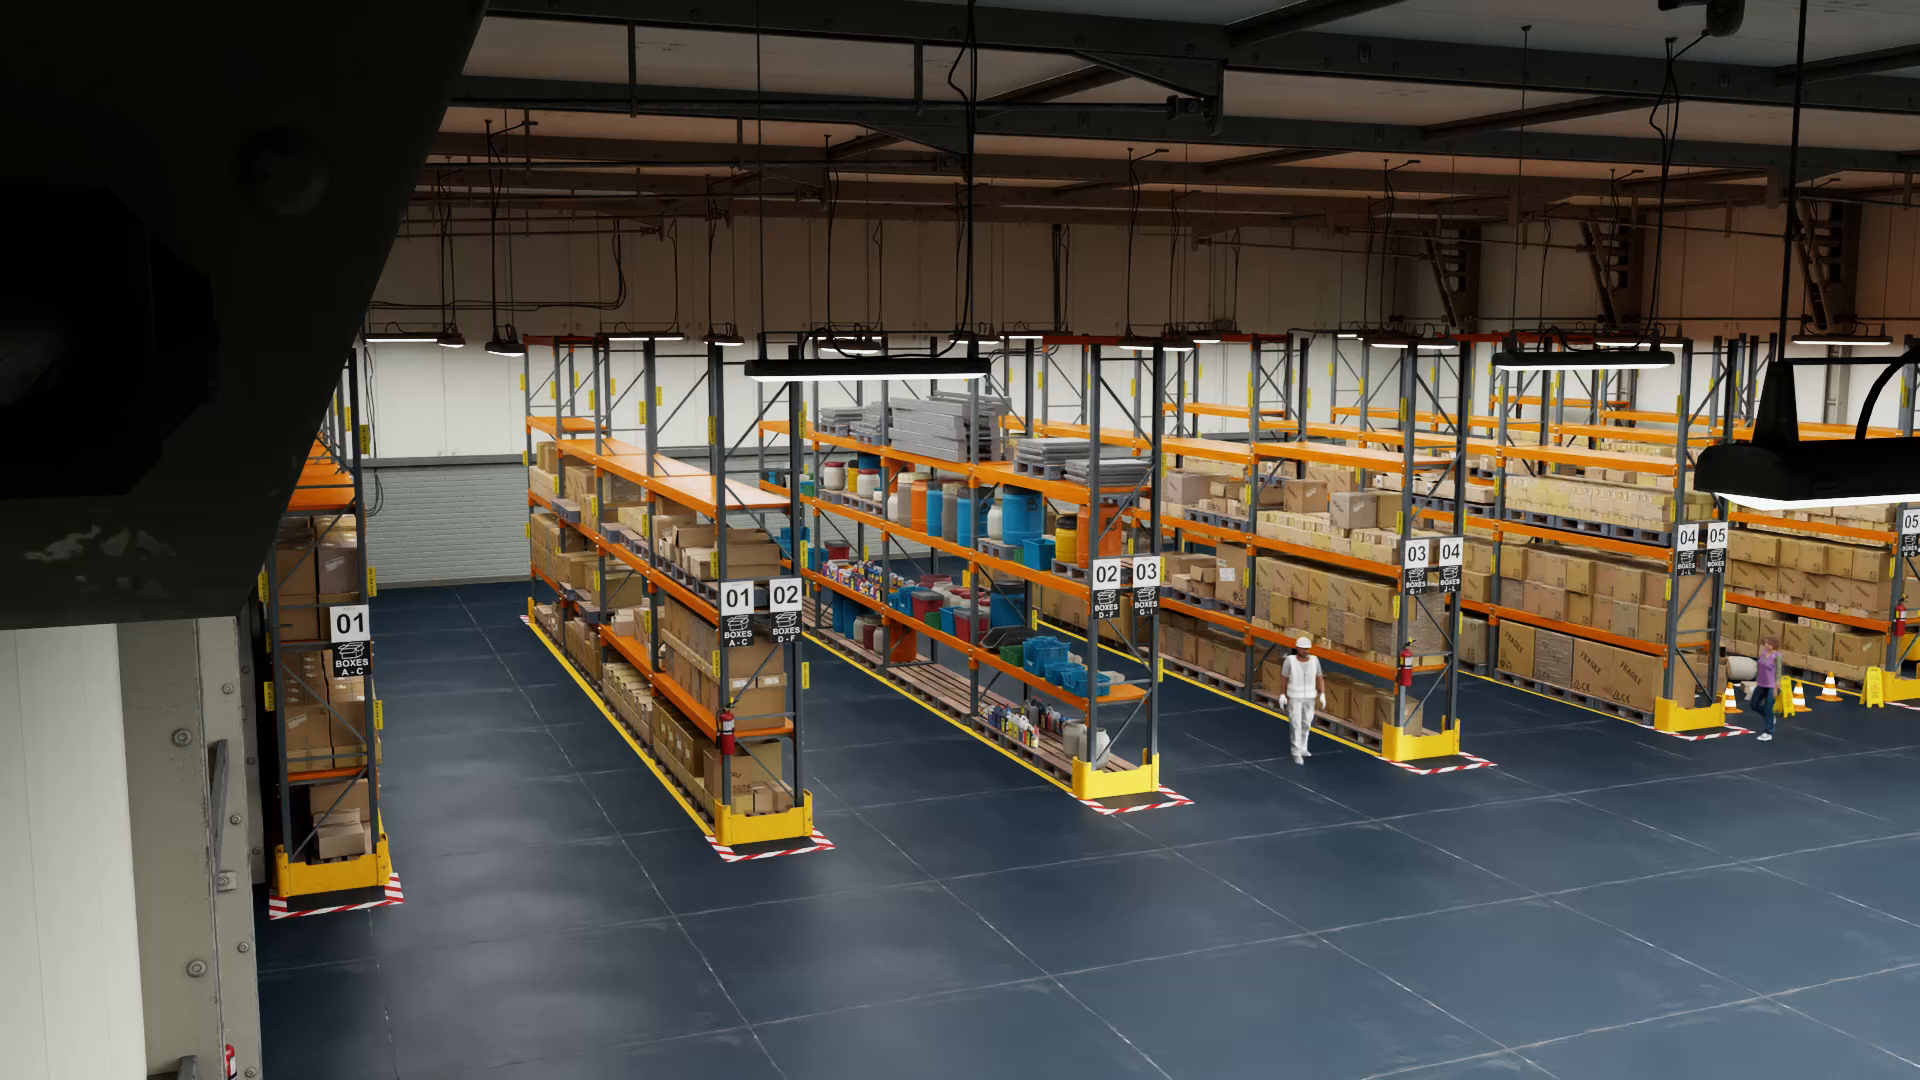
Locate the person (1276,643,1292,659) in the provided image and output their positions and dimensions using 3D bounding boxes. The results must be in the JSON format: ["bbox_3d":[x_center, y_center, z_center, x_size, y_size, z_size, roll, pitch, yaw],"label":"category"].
[{"bbox_3d":[5.987,1.504,30.484,0.616,1.582,0.683,-2,8,-12],"label":"person"}]

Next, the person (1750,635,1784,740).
[{"bbox_3d":[12.192,2.207,25.008,0.477,1.588,0.415,-4,8,-26],"label":"person"}]

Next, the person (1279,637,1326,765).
[{"bbox_3d":[4.922,2.293,23.898,0.628,1.822,0.585,-1,8,-4],"label":"person"}]
